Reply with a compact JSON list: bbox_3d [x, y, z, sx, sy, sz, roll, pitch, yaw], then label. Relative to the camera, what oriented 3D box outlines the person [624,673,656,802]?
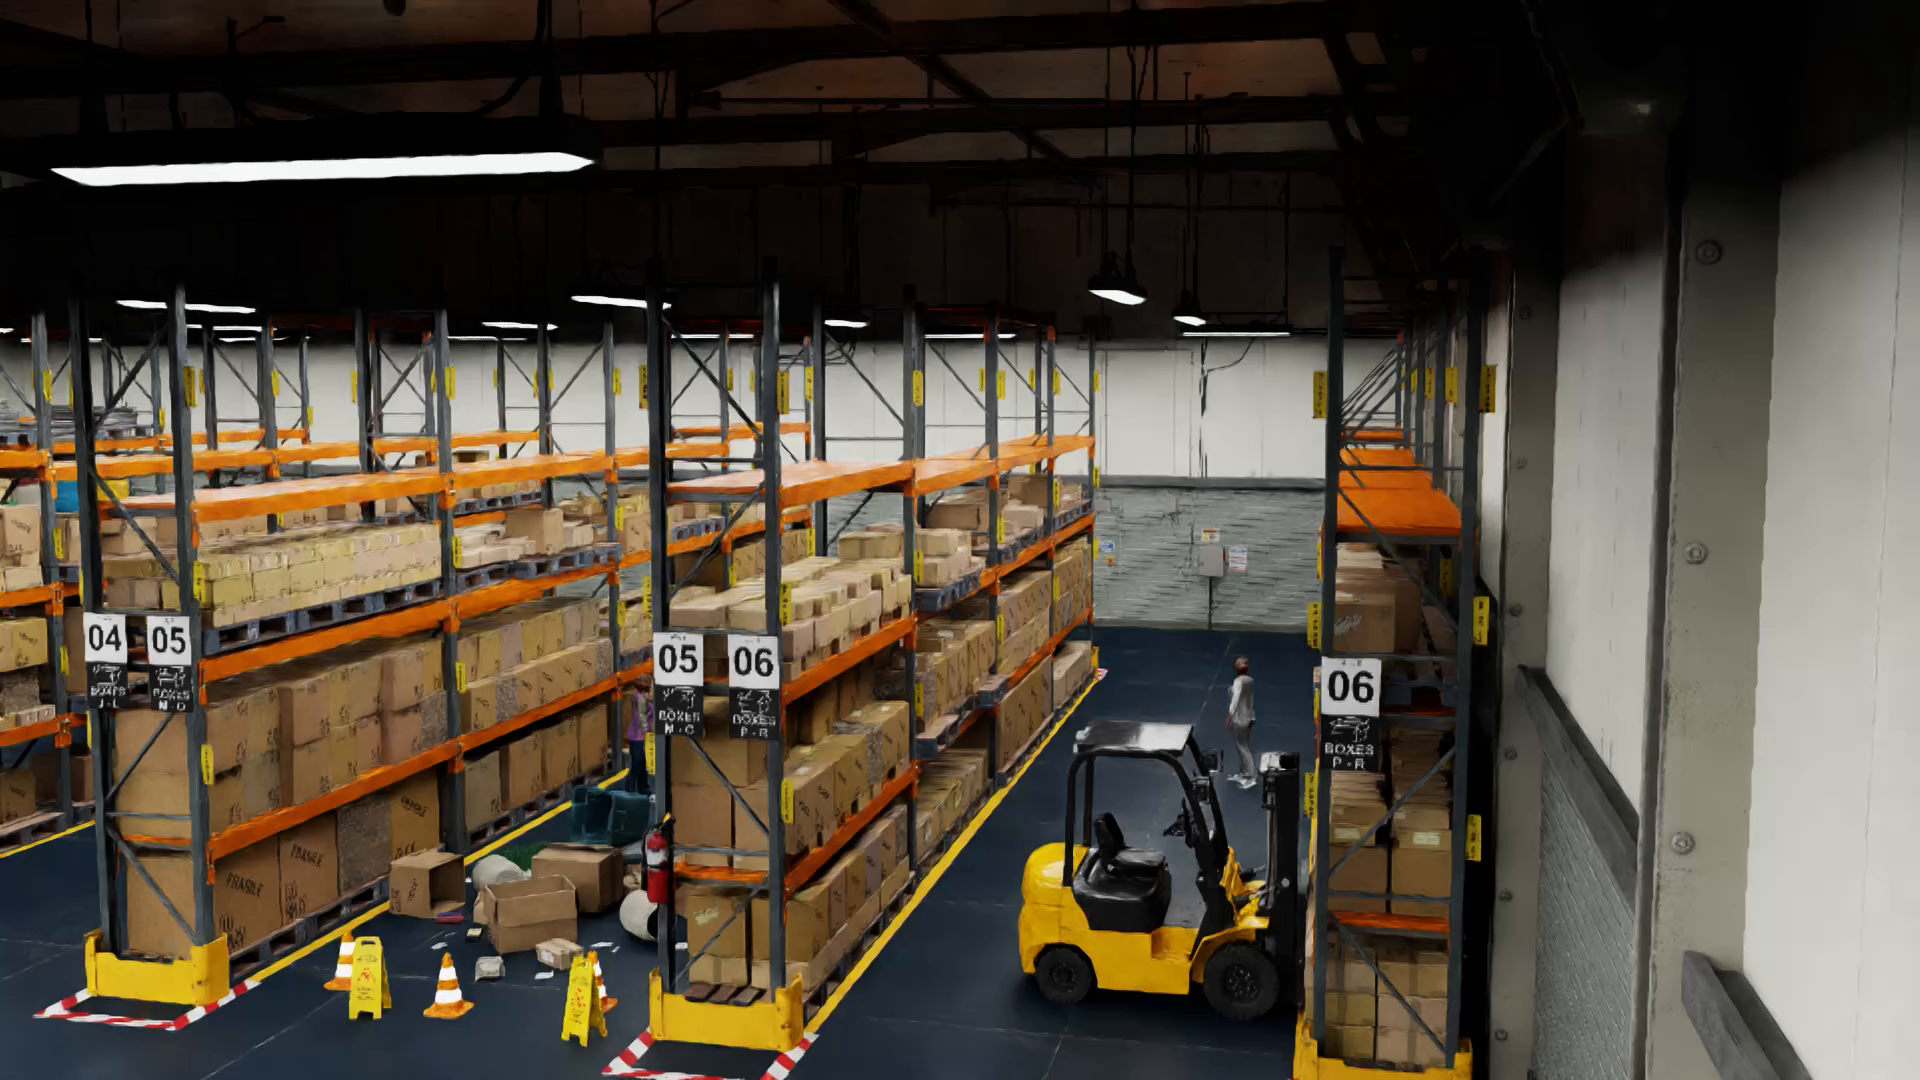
[{"bbox_3d":[-3.765,2.386,19.722,0.491,1.557,0.500,-1,6,-13],"label":"person"}]

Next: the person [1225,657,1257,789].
[{"bbox_3d":[3.544,2.281,20.841,0.467,1.626,0.467,4,7,35],"label":"person"}]
